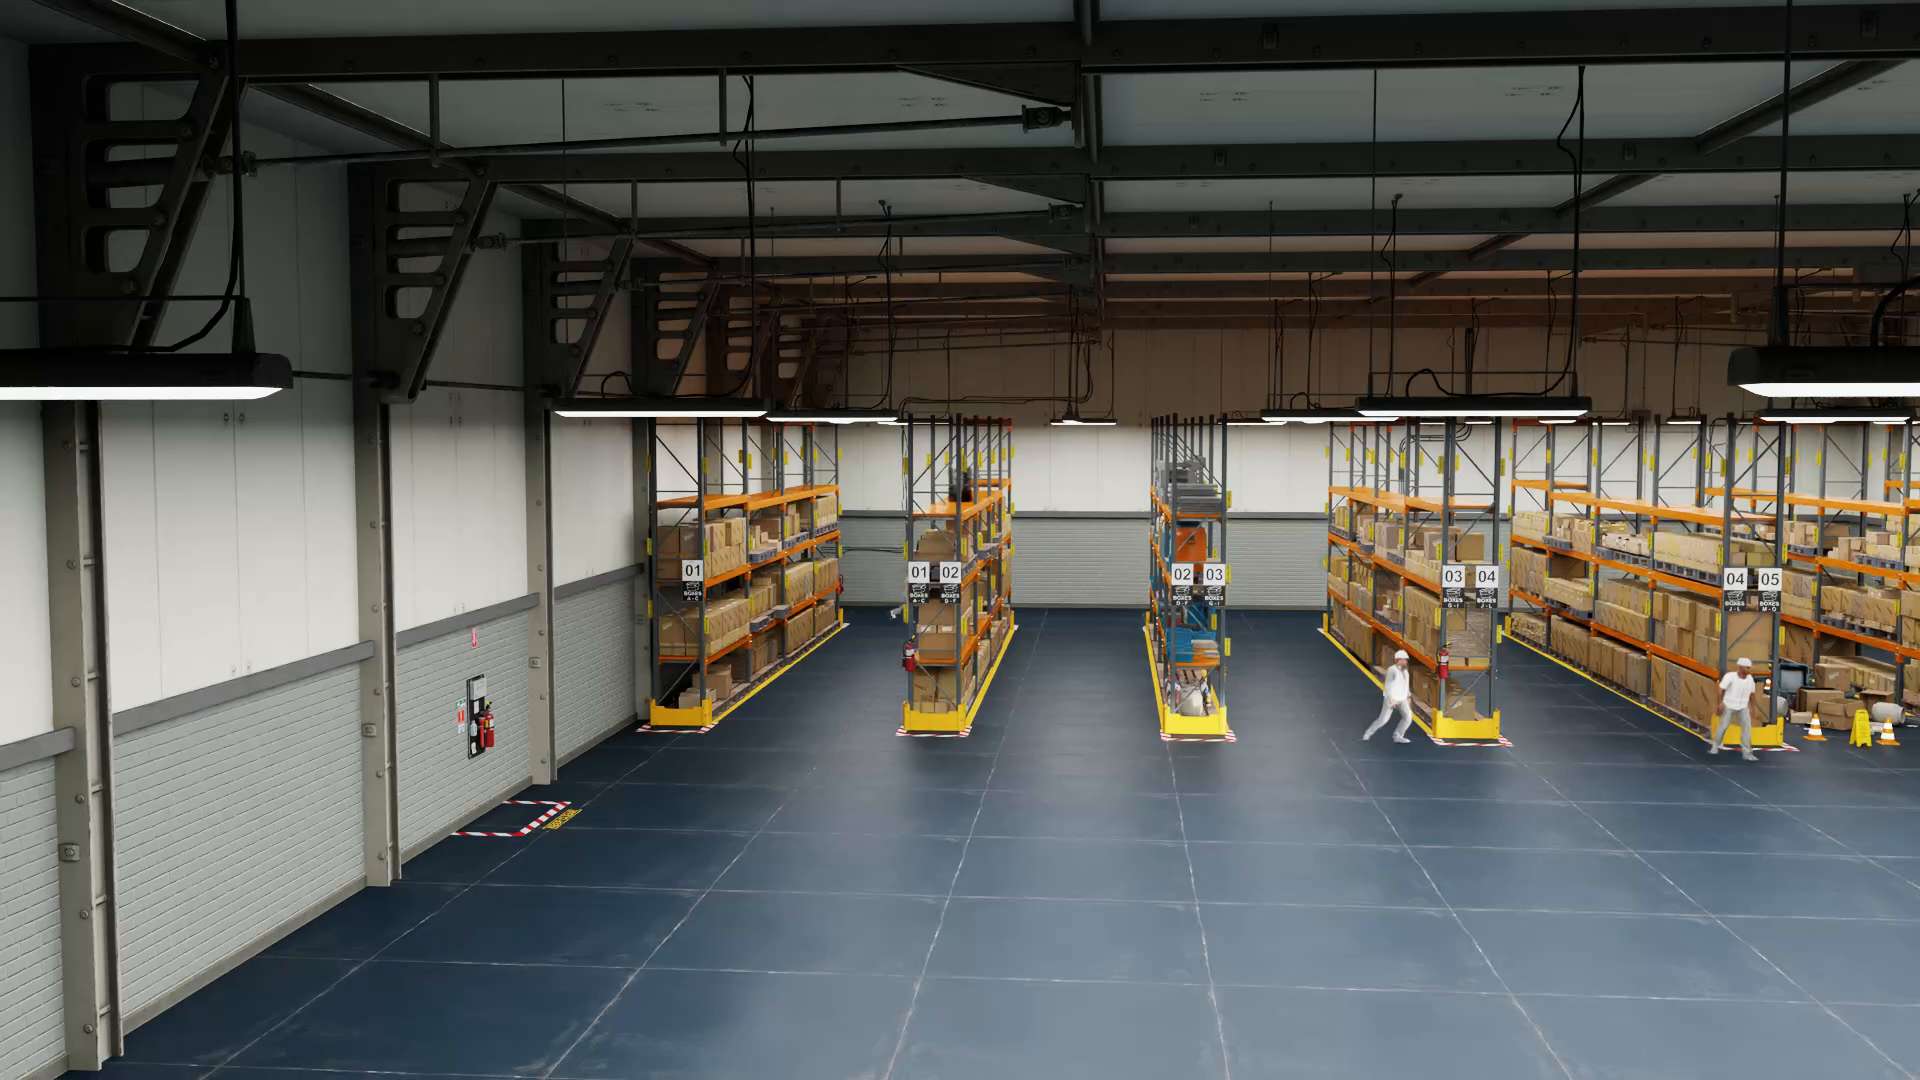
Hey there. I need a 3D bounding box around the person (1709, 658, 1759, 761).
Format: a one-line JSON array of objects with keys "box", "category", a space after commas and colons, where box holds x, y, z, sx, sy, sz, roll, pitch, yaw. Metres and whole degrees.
[{"box": [13.457, 2.912, 28.871, 0.767, 1.759, 0.766, 0, 4, -6], "category": "person"}]

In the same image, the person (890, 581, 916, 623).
[{"box": [-1.598, 1.666, 49.063, 0.943, 1.546, 0.550, 2, 4, 23], "category": "person"}]

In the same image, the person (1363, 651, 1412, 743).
[{"box": [7.807, 2.843, 30.257, 0.861, 1.696, 0.706, -3, 5, -35], "category": "person"}]
